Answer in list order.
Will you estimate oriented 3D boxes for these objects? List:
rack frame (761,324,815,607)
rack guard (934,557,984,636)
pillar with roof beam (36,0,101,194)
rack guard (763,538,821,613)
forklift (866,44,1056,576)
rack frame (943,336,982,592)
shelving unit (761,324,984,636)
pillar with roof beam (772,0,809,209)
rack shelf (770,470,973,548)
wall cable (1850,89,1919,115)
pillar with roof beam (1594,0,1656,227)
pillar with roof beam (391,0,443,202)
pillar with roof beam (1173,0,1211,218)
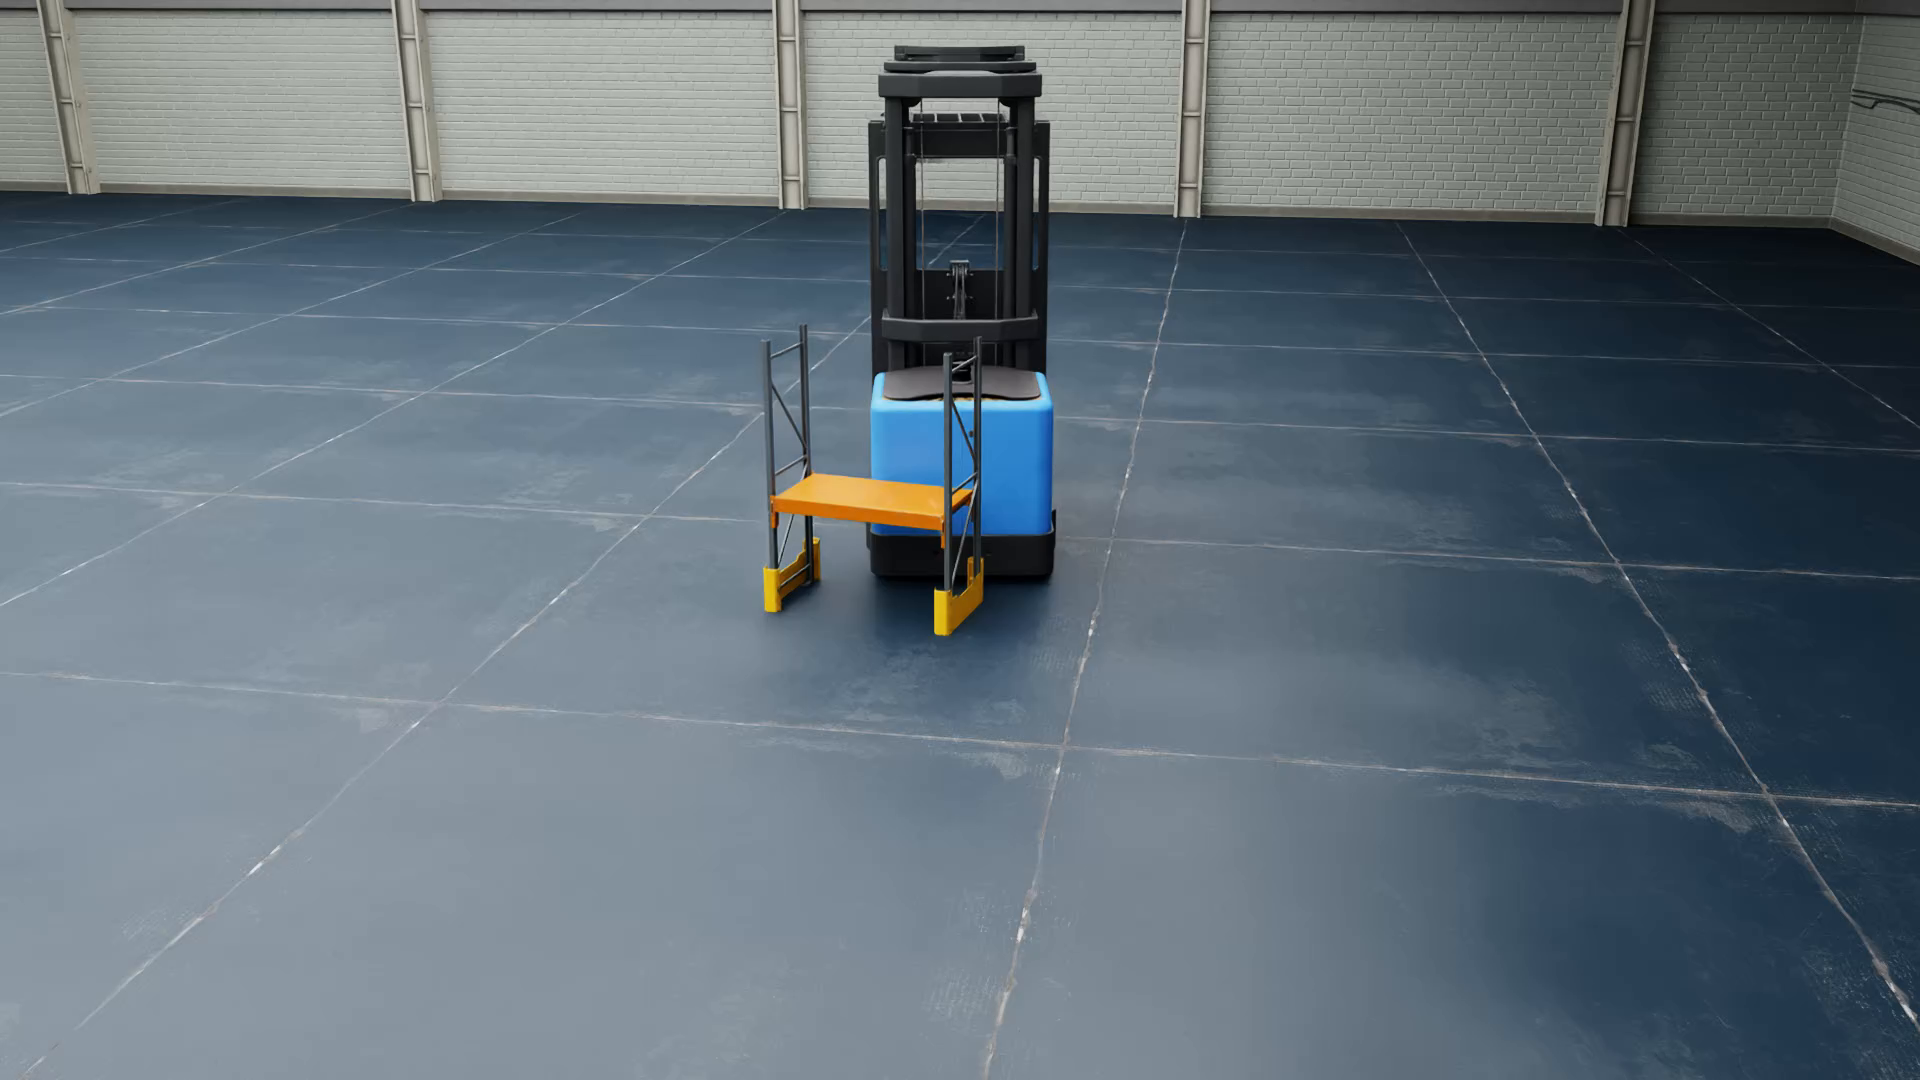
[{"bbox_3d":[-0.939,-0.400,9.136,0.032,1.500,0.500,7,20,19],"label":"rack frame"},{"bbox_3d":[-0.002,0.301,9.010,0.087,0.250,0.587,7,20,19],"label":"rack guard"},{"bbox_3d":[-15.082,-8.630,21.915,0.400,9.000,9.100,3,19,9],"label":"pillar with roof beam"},{"bbox_3d":[-0.938,0.192,9.334,0.087,0.250,0.587,7,20,19],"label":"rack guard"},{"bbox_3d":[-0.010,-1.599,10.464,1.130,2.935,3.031,0,19,-1],"label":"forklift"},{"bbox_3d":[0.016,-0.290,8.806,0.032,1.500,0.500,7,20,19],"label":"rack frame"},{"bbox_3d":[-0.470,-0.346,8.974,1.083,1.500,0.587,7,20,19],"label":"shelving unit"},{"bbox_3d":[-3.234,-8.026,20.110,0.400,9.000,9.100,3,19,9],"label":"pillar with roof beam"},{"bbox_3d":[-0.461,-0.175,9.028,1.000,0.185,0.538,7,20,19],"label":"rack shelf"},{"bbox_3d":[11.996,-6.736,21.147,0.112,2.526,3.097,3,19,9],"label":"wall cable"},{"bbox_3d":[8.614,-7.422,18.305,0.400,9.000,9.100,3,19,9],"label":"pillar with roof beam"},{"bbox_3d":[-9.158,-8.328,21.012,0.400,9.000,9.100,3,19,9],"label":"pillar with roof beam"},{"bbox_3d":[2.690,-7.724,19.207,0.400,9.000,9.100,3,19,9],"label":"pillar with roof beam"}]
